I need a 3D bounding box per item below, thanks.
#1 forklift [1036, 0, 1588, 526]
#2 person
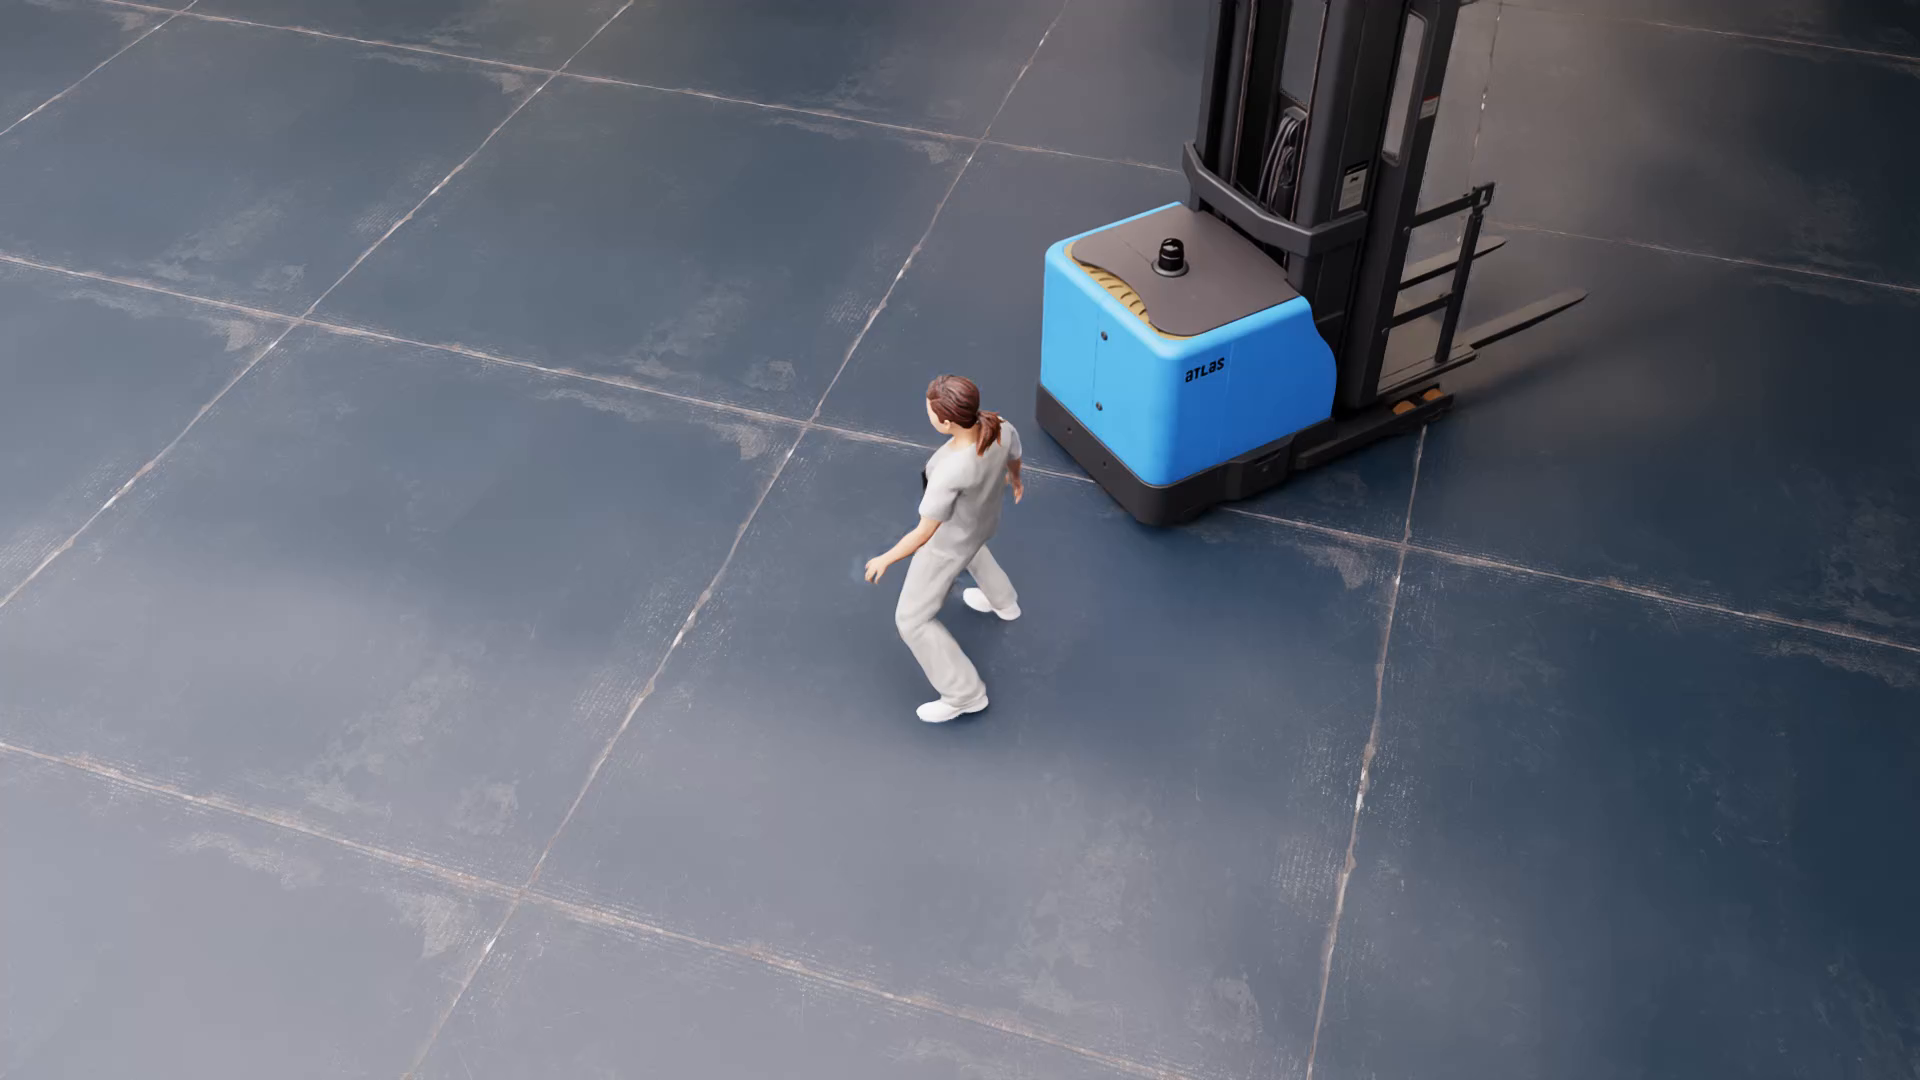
[{"bbox_3d":[1.911,-1.897,7.728,3.031,2.935,1.130,-22,47,-22],"label":"forklift"},{"bbox_3d":[-0.014,-0.058,6.771,0.586,1.573,0.824,28,50,27],"label":"person"}]
